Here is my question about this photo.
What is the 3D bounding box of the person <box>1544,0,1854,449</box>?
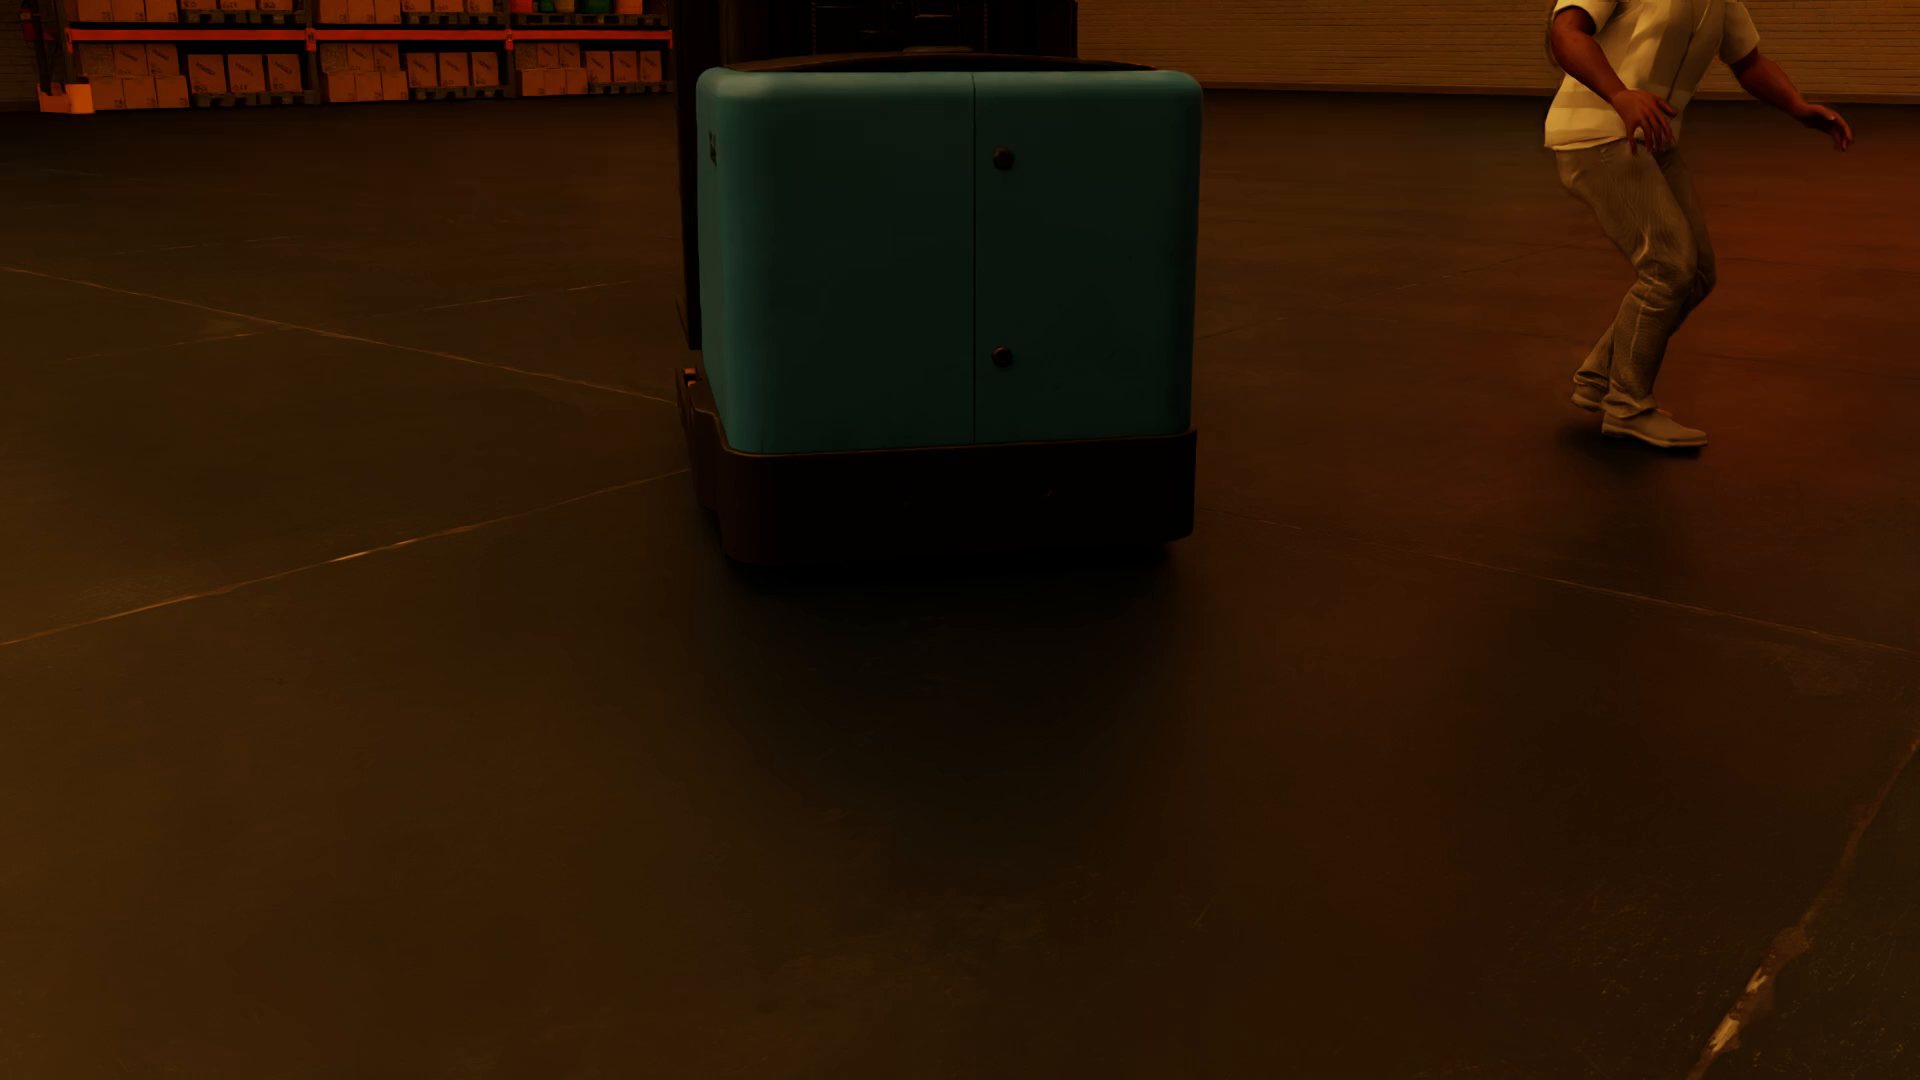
[{"bbox_3d":[2.049,-1.096,4.695,0.832,1.693,0.707,-15,23,-41],"label":"person"}]

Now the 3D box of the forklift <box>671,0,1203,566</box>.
[{"bbox_3d":[-0.274,-1.734,4.609,1.130,2.935,3.031,-3,17,-11],"label":"forklift"}]
